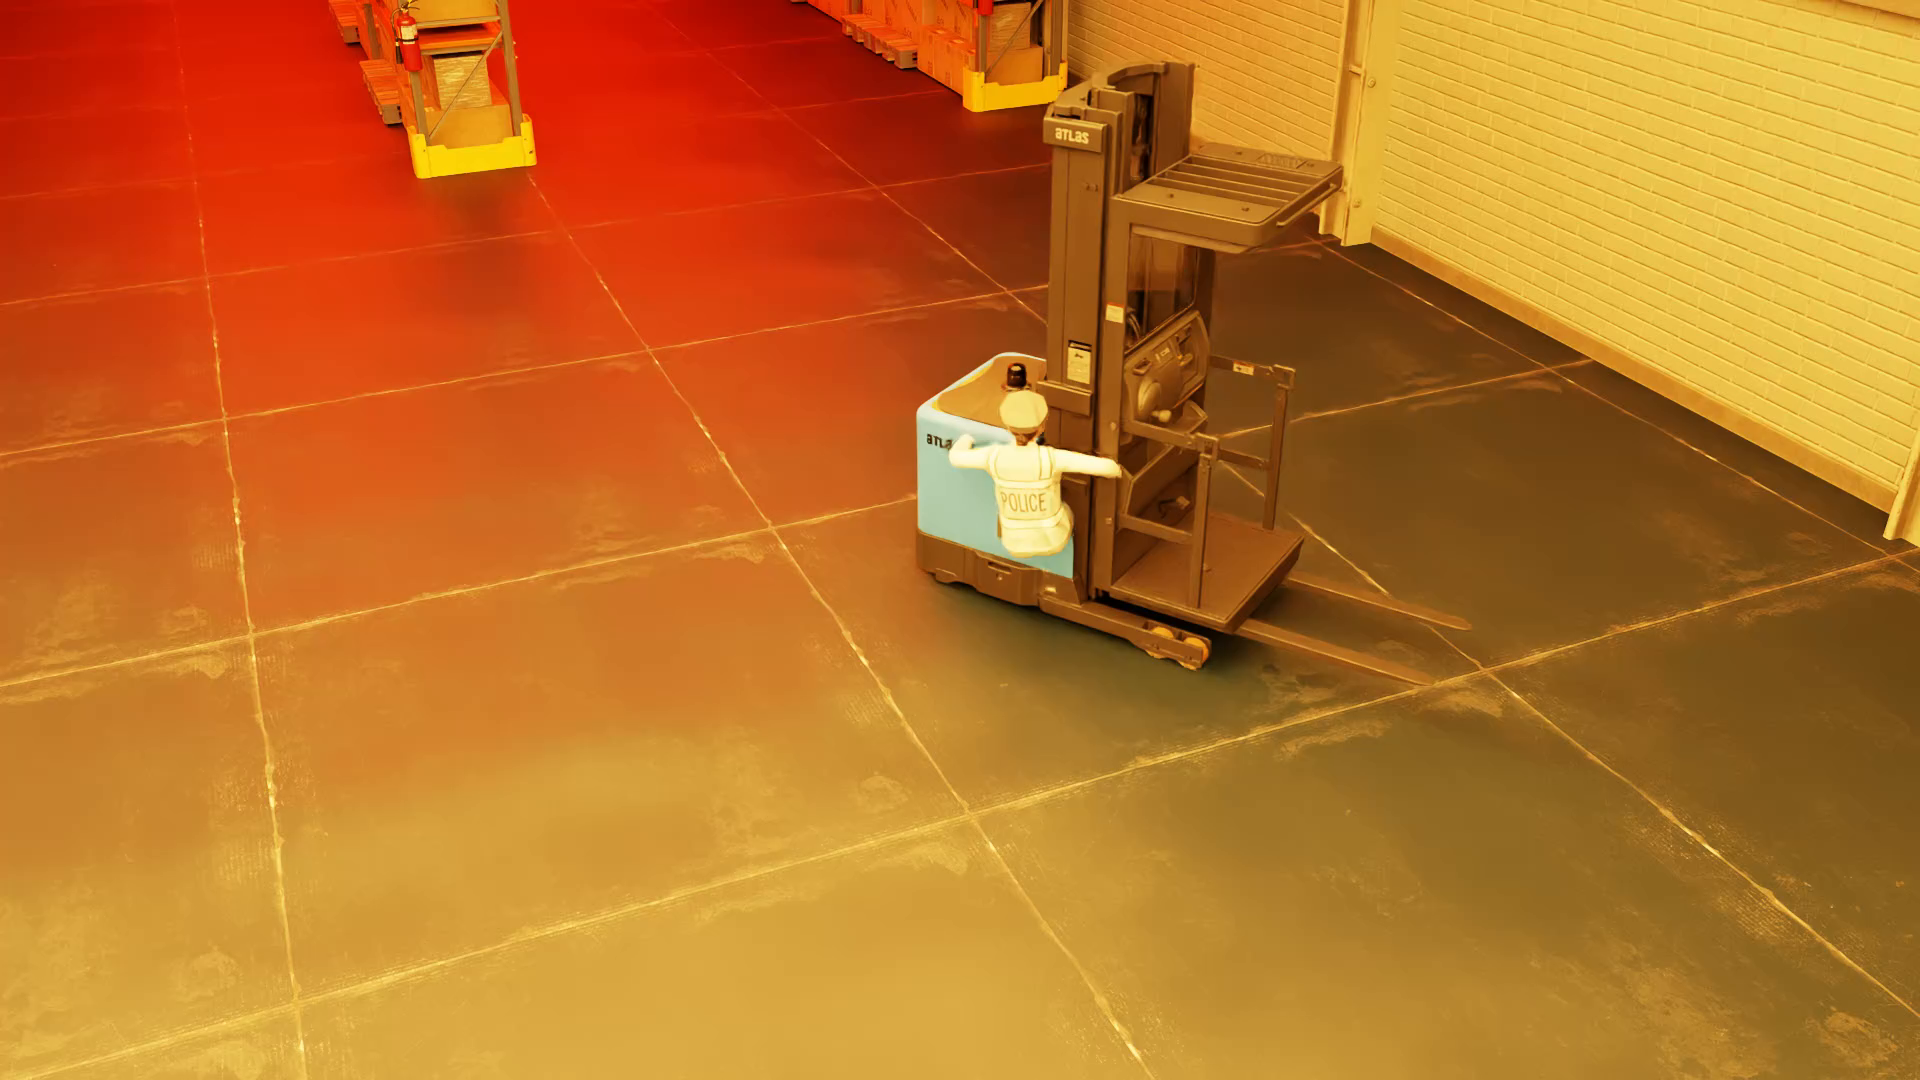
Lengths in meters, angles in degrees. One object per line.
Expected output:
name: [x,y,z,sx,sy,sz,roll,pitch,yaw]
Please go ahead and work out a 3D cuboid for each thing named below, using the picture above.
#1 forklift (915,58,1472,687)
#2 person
forklift: [1.265,-0.886,8.669,3.031,2.935,1.130,17,34,27]
person: [0.433,-0.216,8.977,0.969,1.452,0.796,3,30,5]
